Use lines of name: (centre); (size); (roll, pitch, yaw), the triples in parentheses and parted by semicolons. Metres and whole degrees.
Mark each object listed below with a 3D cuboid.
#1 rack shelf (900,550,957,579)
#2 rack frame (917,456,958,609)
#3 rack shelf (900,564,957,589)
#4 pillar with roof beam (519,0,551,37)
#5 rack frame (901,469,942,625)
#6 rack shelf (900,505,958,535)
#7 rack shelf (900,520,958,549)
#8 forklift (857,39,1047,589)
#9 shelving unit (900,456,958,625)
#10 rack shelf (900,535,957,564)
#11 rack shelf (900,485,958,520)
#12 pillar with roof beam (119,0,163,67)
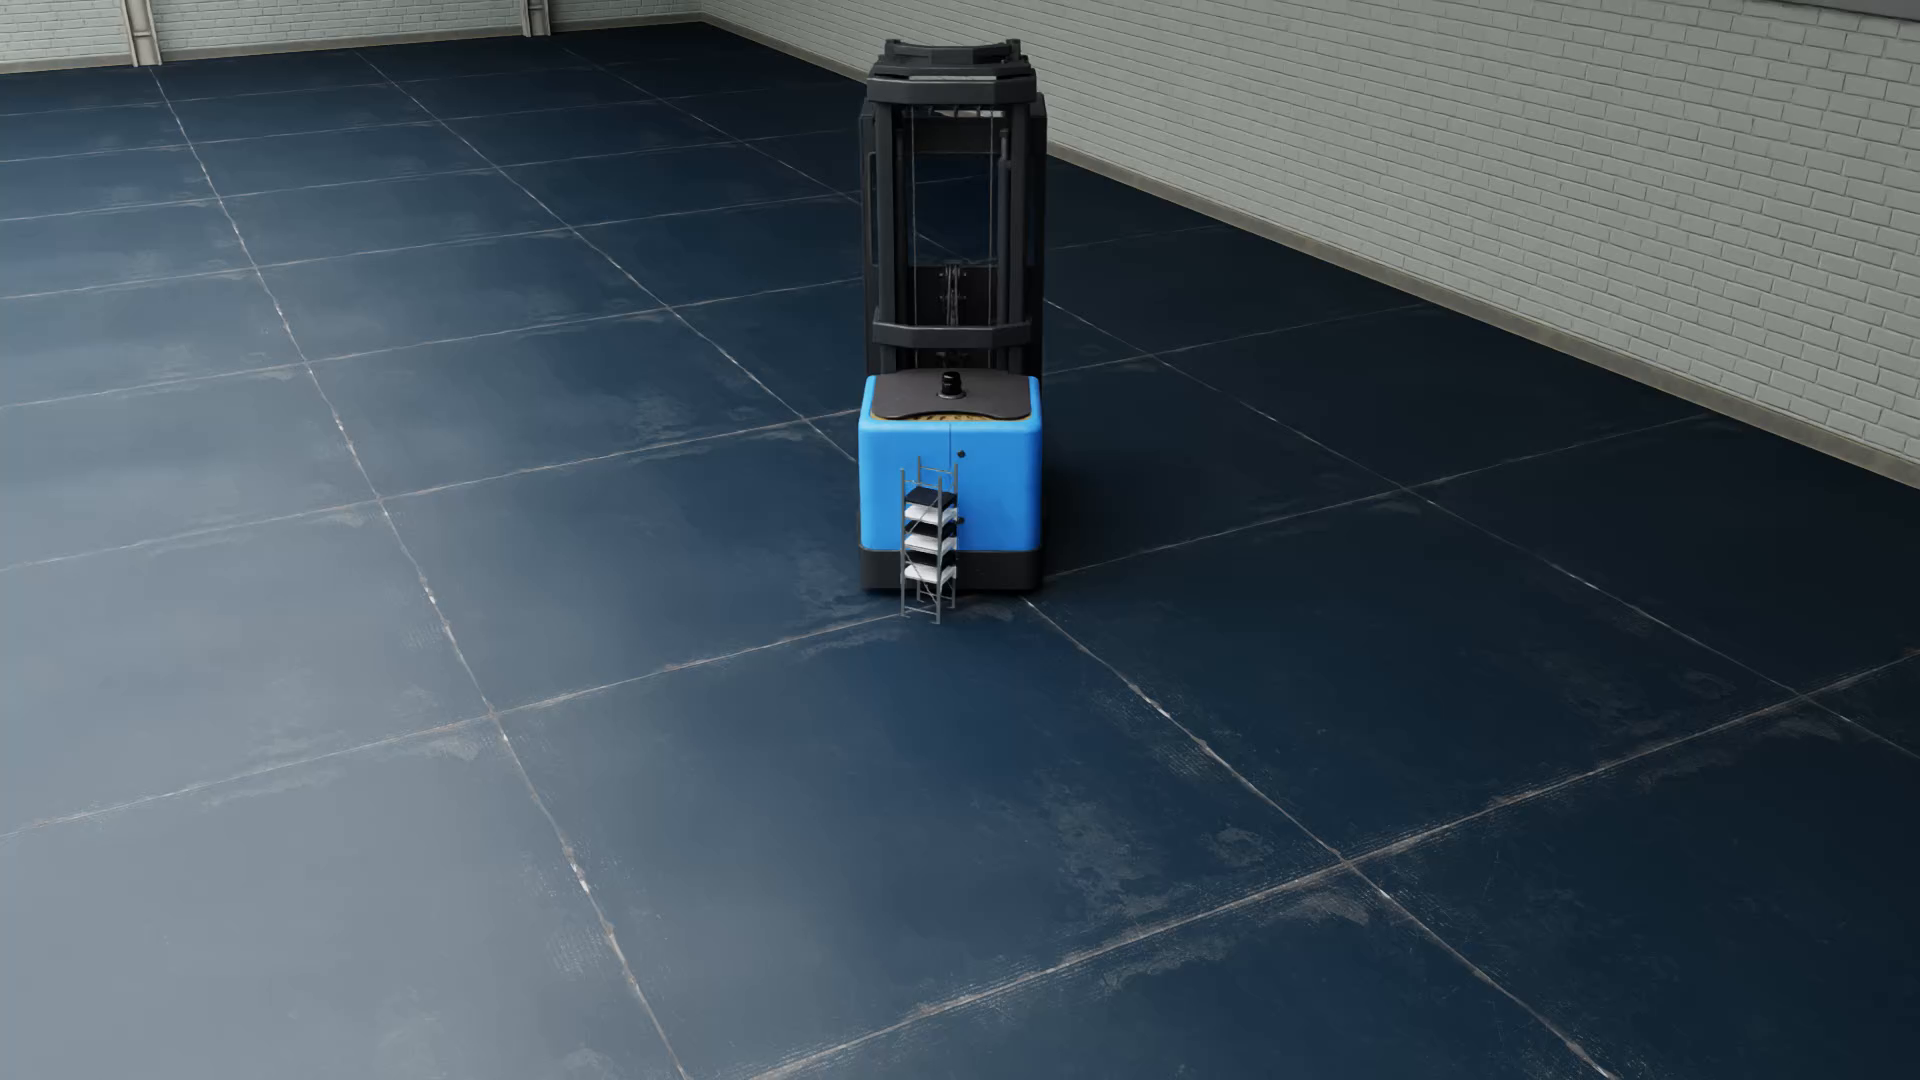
rack shelf: (-0.174, 0.116, 9.249); (0.258, 0.077, 0.200); (12, 28, 21)
rack frame: (-0.130, -0.035, 9.278); (0.240, 0.900, 0.006); (12, 28, 21)
rack shelf: (-0.175, 0.197, 9.288); (0.258, 0.077, 0.200); (12, 28, 21)
pillar with roof beam: (-5.075, -10.893, 22.542); (0.400, 9.000, 9.100); (-13, 29, -25)
rack frame: (-0.213, 0.045, 9.111); (0.240, 0.900, 0.006); (12, 28, 21)
rack shelf: (-0.170, -0.127, 9.130); (0.258, 0.077, 0.200); (12, 28, 21)
rack shelf: (-0.171, -0.046, 9.170); (0.258, 0.077, 0.200); (12, 28, 21)
forklift: (-0.037, -1.631, 10.261); (1.130, 2.935, 3.031); (0, 26, 1)
shelving unit: (-0.172, 0.005, 9.194); (0.258, 0.900, 0.210); (12, 28, 21)
rack shelf: (-0.172, 0.035, 9.209); (0.258, 0.077, 0.200); (12, 28, 21)
rack shelf: (-0.168, -0.208, 9.090); (0.258, 0.077, 0.200); (12, 28, 21)
pillar with roof beam: (-10.369, -9.671, 19.997); (0.400, 9.000, 9.100); (-13, 29, -25)
